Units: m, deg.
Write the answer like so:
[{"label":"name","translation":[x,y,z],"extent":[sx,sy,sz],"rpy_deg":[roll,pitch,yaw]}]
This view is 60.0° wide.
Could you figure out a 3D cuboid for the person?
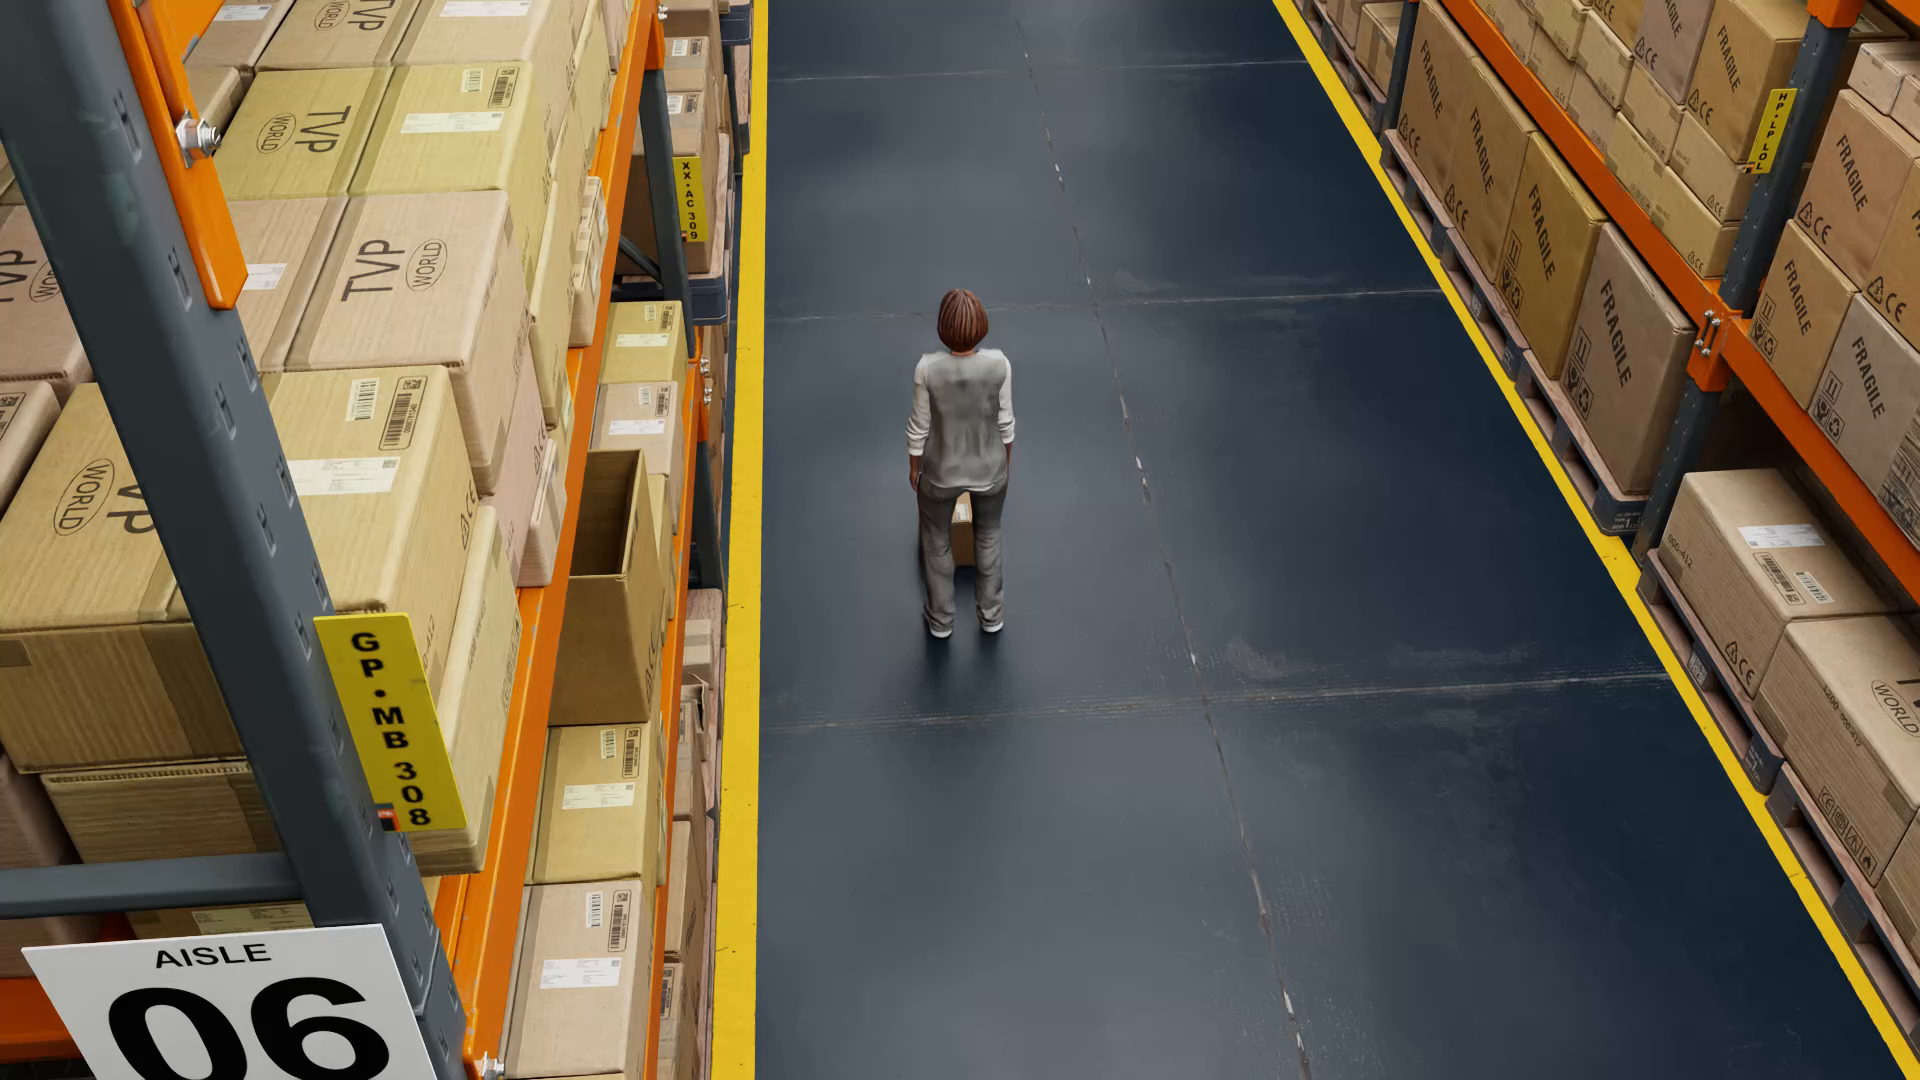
[{"label":"person","translation":[0.000,-0.275,6.503],"extent":[0.420,1.589,0.312],"rpy_deg":[-4,40,-5]}]
